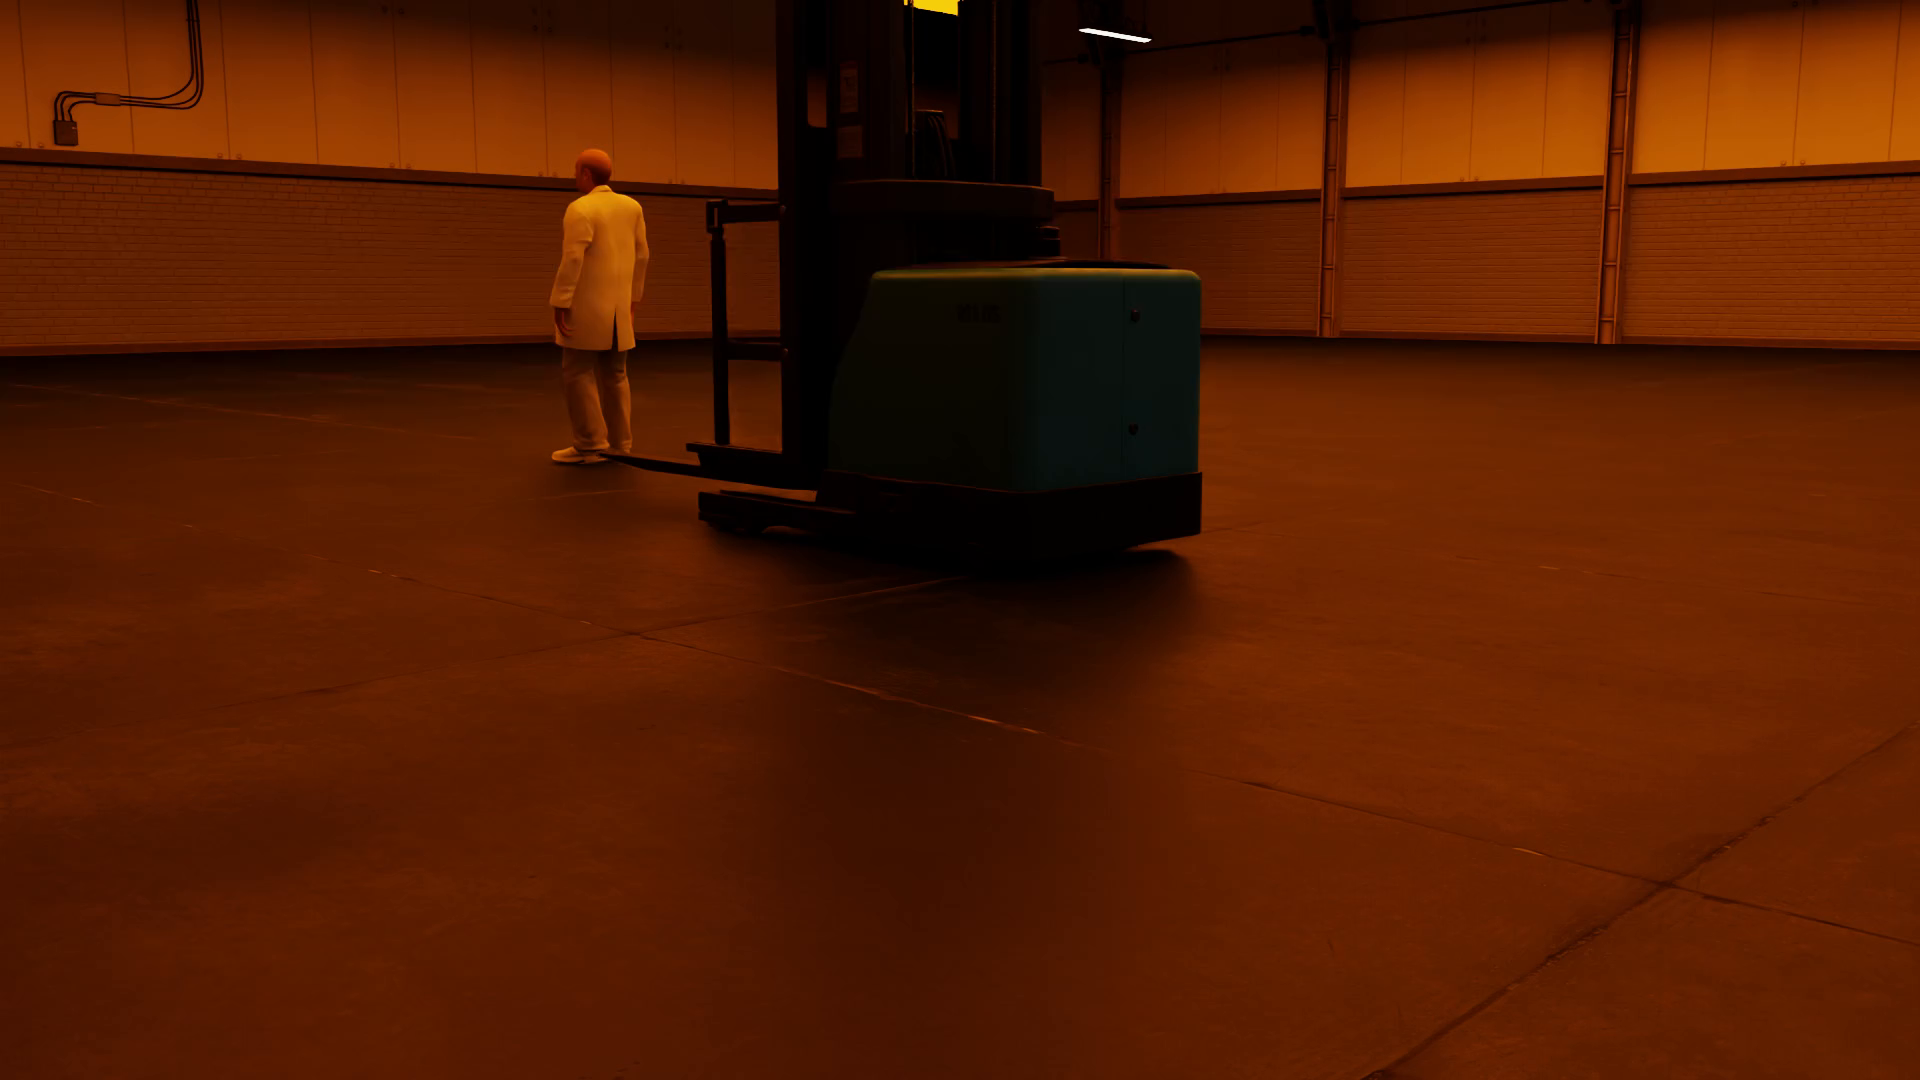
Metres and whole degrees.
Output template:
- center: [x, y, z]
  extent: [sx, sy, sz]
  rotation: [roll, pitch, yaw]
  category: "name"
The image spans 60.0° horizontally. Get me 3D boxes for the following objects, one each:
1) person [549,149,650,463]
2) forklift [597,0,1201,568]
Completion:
- center: [-2.141, -1.331, 9.574]
  extent: [0.536, 1.784, 0.687]
  rotation: [6, 10, 33]
  category: "person"
- center: [-0.455, -1.516, 6.941]
  extent: [1.130, 2.935, 3.031]
  rotation: [-8, 12, -43]
  category: "forklift"
